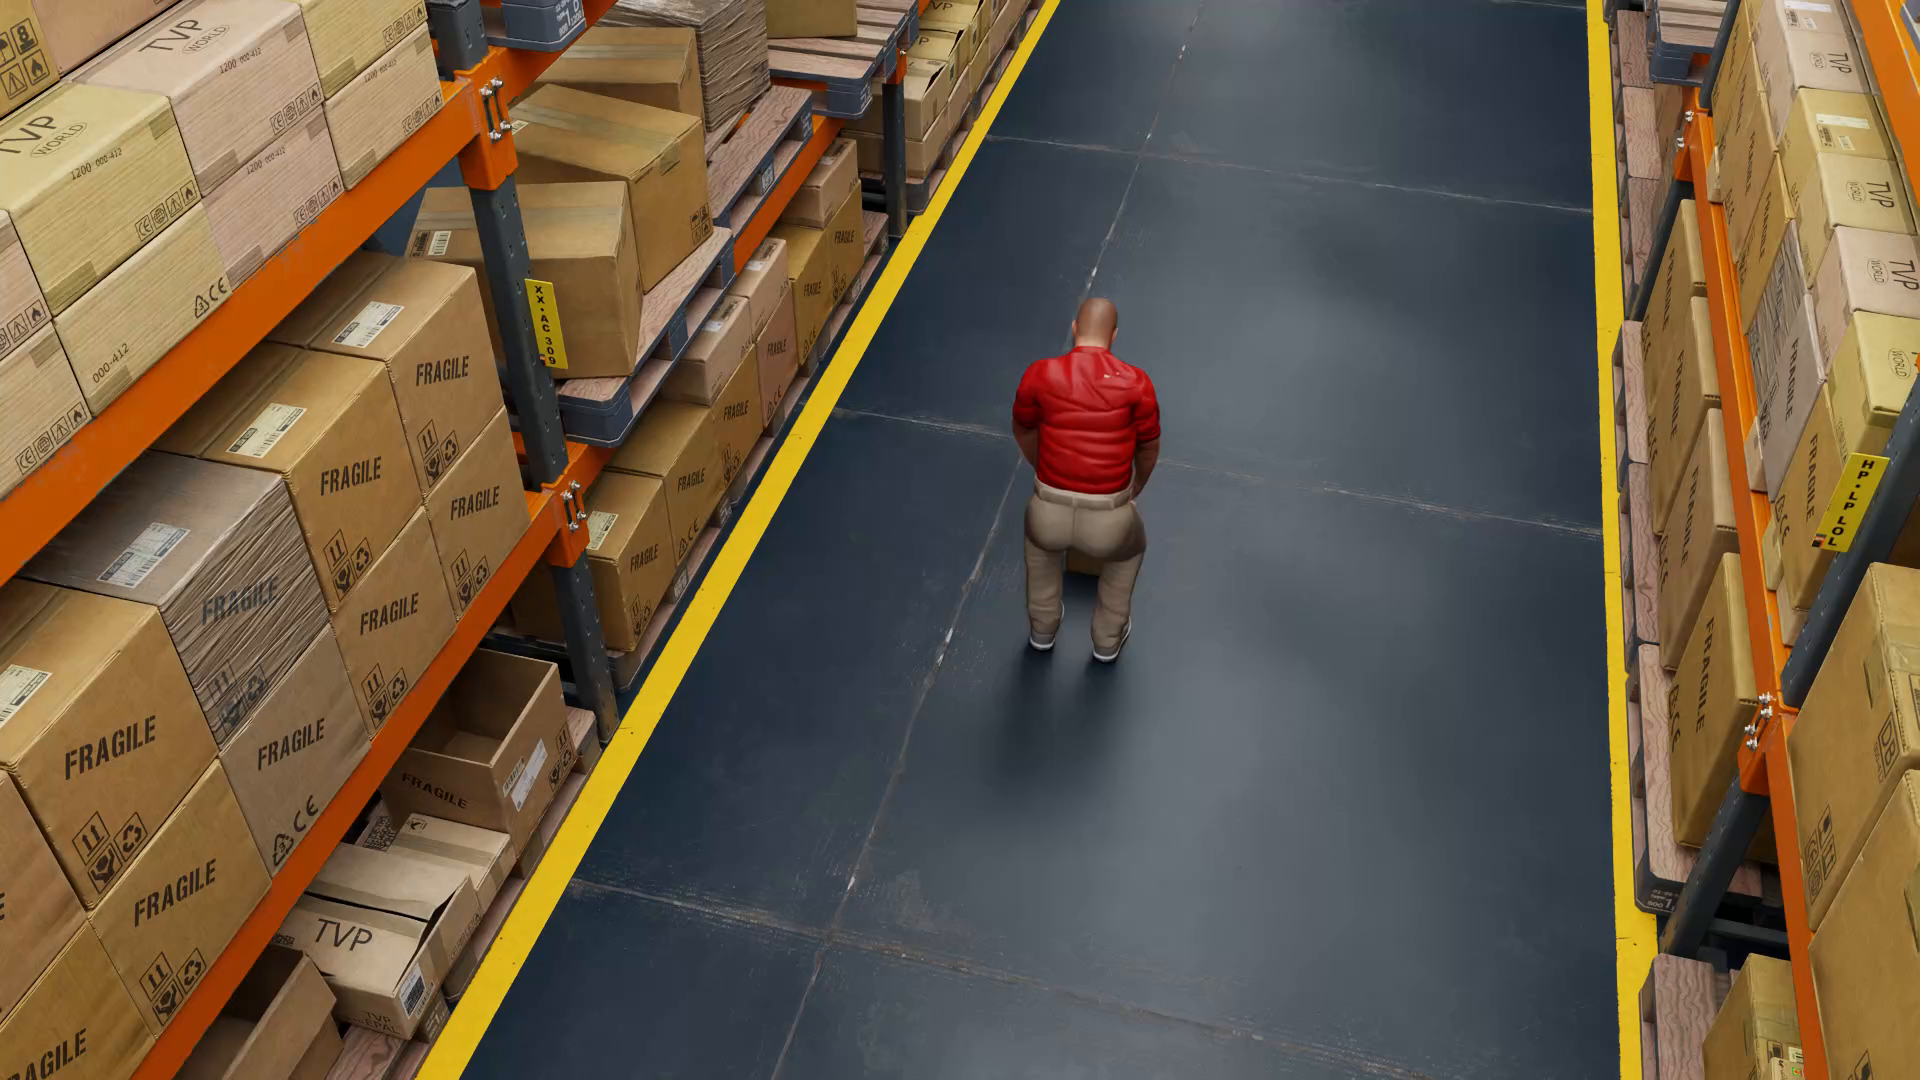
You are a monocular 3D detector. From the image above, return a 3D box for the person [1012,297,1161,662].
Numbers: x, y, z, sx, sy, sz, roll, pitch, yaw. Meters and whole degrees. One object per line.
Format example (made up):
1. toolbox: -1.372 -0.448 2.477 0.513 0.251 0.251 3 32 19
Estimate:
1. person: 0.469 -0.196 6.586 0.587 1.494 0.644 10 42 12
